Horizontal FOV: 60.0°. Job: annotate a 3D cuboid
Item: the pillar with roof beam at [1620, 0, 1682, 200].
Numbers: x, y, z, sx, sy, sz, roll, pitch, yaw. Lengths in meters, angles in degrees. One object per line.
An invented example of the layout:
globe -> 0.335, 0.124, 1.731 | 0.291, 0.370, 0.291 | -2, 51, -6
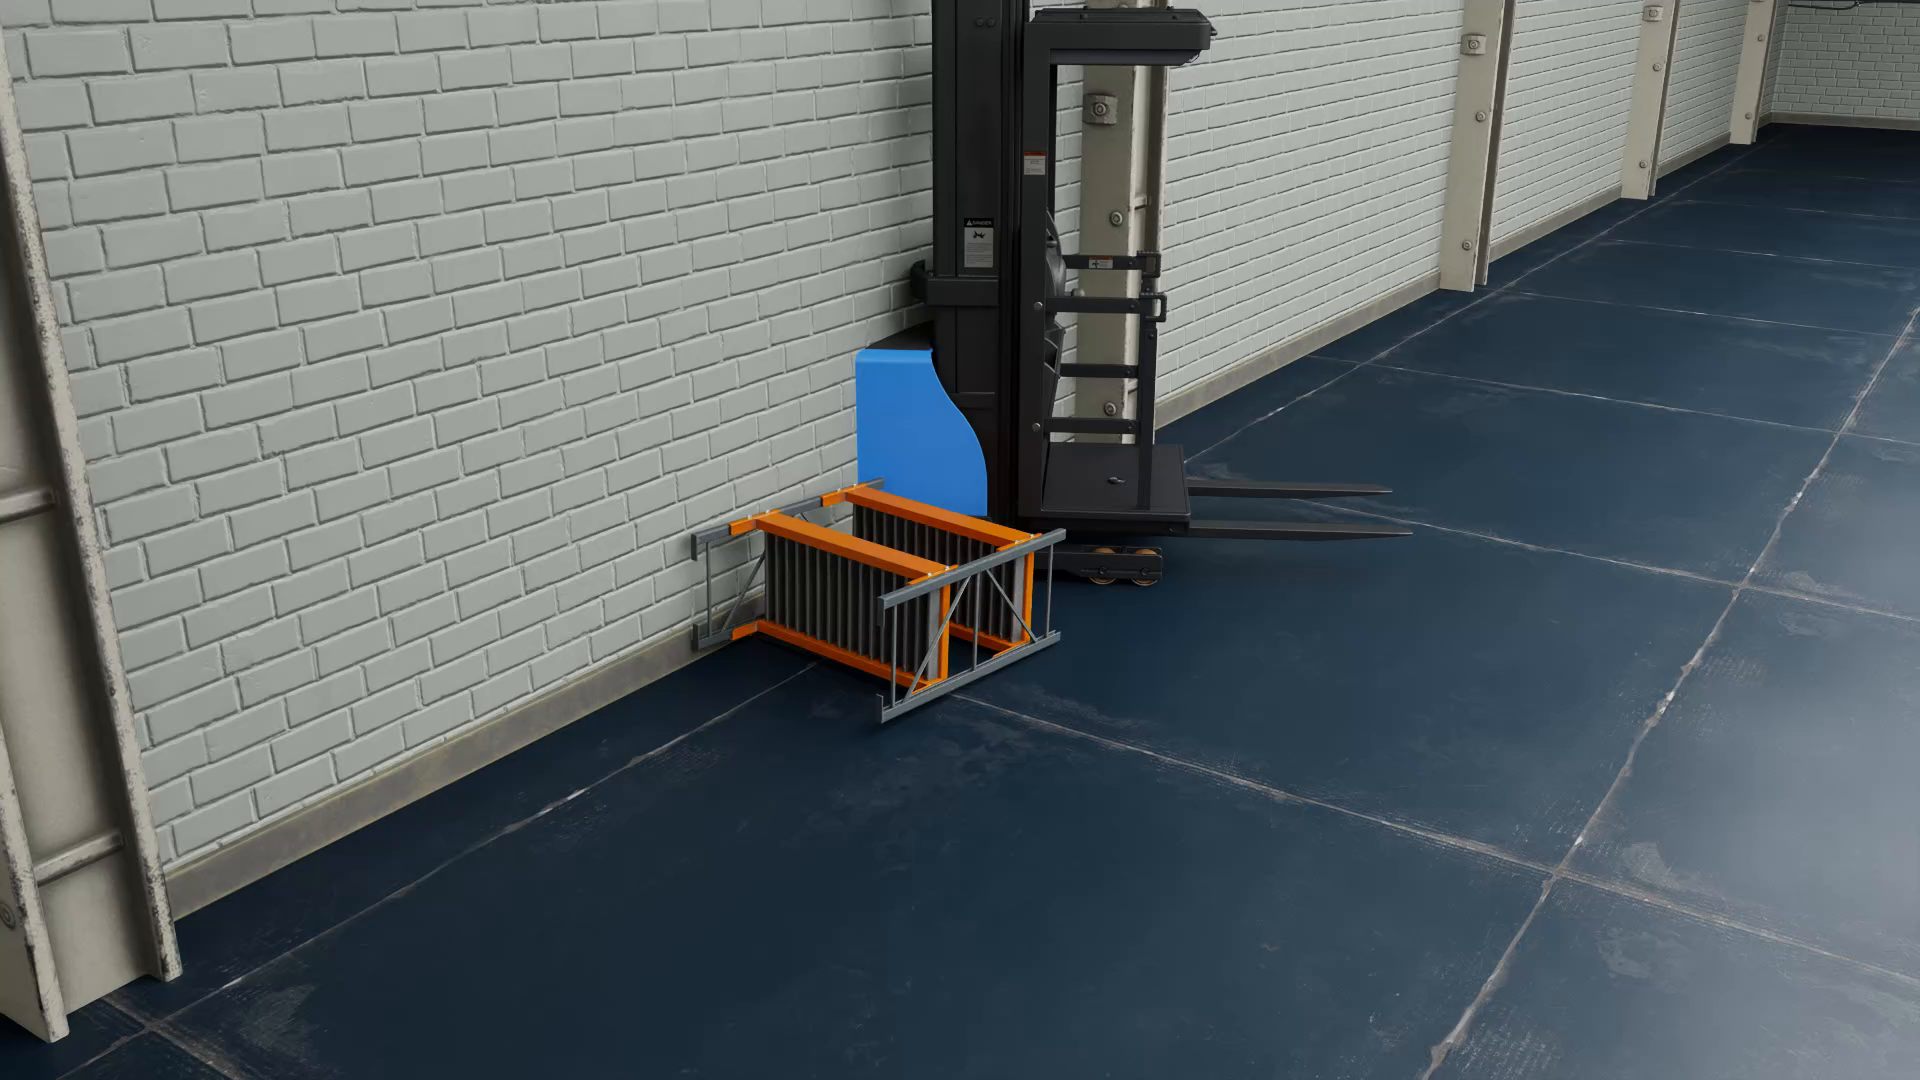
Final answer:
pillar with roof beam -> 11.177, -7.256, 14.909 | 9.100, 9.000, 0.400 | 13, 24, 32

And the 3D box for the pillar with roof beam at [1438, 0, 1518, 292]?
pillar with roof beam -> 7.804, -5.534, 10.255 | 9.100, 9.000, 0.400 | 13, 24, 32

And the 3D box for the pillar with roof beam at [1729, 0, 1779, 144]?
pillar with roof beam -> 14.550, -8.977, 19.563 | 9.100, 9.000, 0.400 | 13, 24, 32

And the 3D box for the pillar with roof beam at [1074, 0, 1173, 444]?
pillar with roof beam -> 4.431, -3.813, 5.601 | 9.100, 9.000, 0.400 | 13, 24, 32

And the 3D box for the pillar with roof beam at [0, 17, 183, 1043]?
pillar with roof beam -> 1.059, -2.091, 0.947 | 9.100, 9.000, 0.400 | 13, 24, 32

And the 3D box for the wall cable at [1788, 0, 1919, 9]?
wall cable -> 13.739, -8.948, 23.959 | 3.097, 2.526, 0.112 | 13, 24, 32

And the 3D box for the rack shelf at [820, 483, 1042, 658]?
rack shelf -> -0.143, 0.135, 7.093 | 1.000, 0.538, 0.278 | 17, 24, 37

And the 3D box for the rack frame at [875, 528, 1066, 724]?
rack frame -> 0.061, 0.319, 6.575 | 0.032, 0.500, 1.125 | 17, 24, 37

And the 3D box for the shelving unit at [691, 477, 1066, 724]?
shelving unit -> -0.330, 0.202, 6.878 | 1.048, 0.538, 1.125 | 17, 24, 37

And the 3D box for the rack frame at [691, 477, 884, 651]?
rack frame -> -0.721, 0.085, 7.181 | 0.032, 0.500, 1.125 | 17, 24, 37

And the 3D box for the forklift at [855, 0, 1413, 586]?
forklift -> 0.620, -1.356, 7.705 | 3.031, 2.935, 1.130 | 2, 20, 5

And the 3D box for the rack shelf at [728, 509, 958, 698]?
rack shelf -> -0.486, 0.259, 6.699 | 1.000, 0.538, 0.278 | 17, 24, 37
